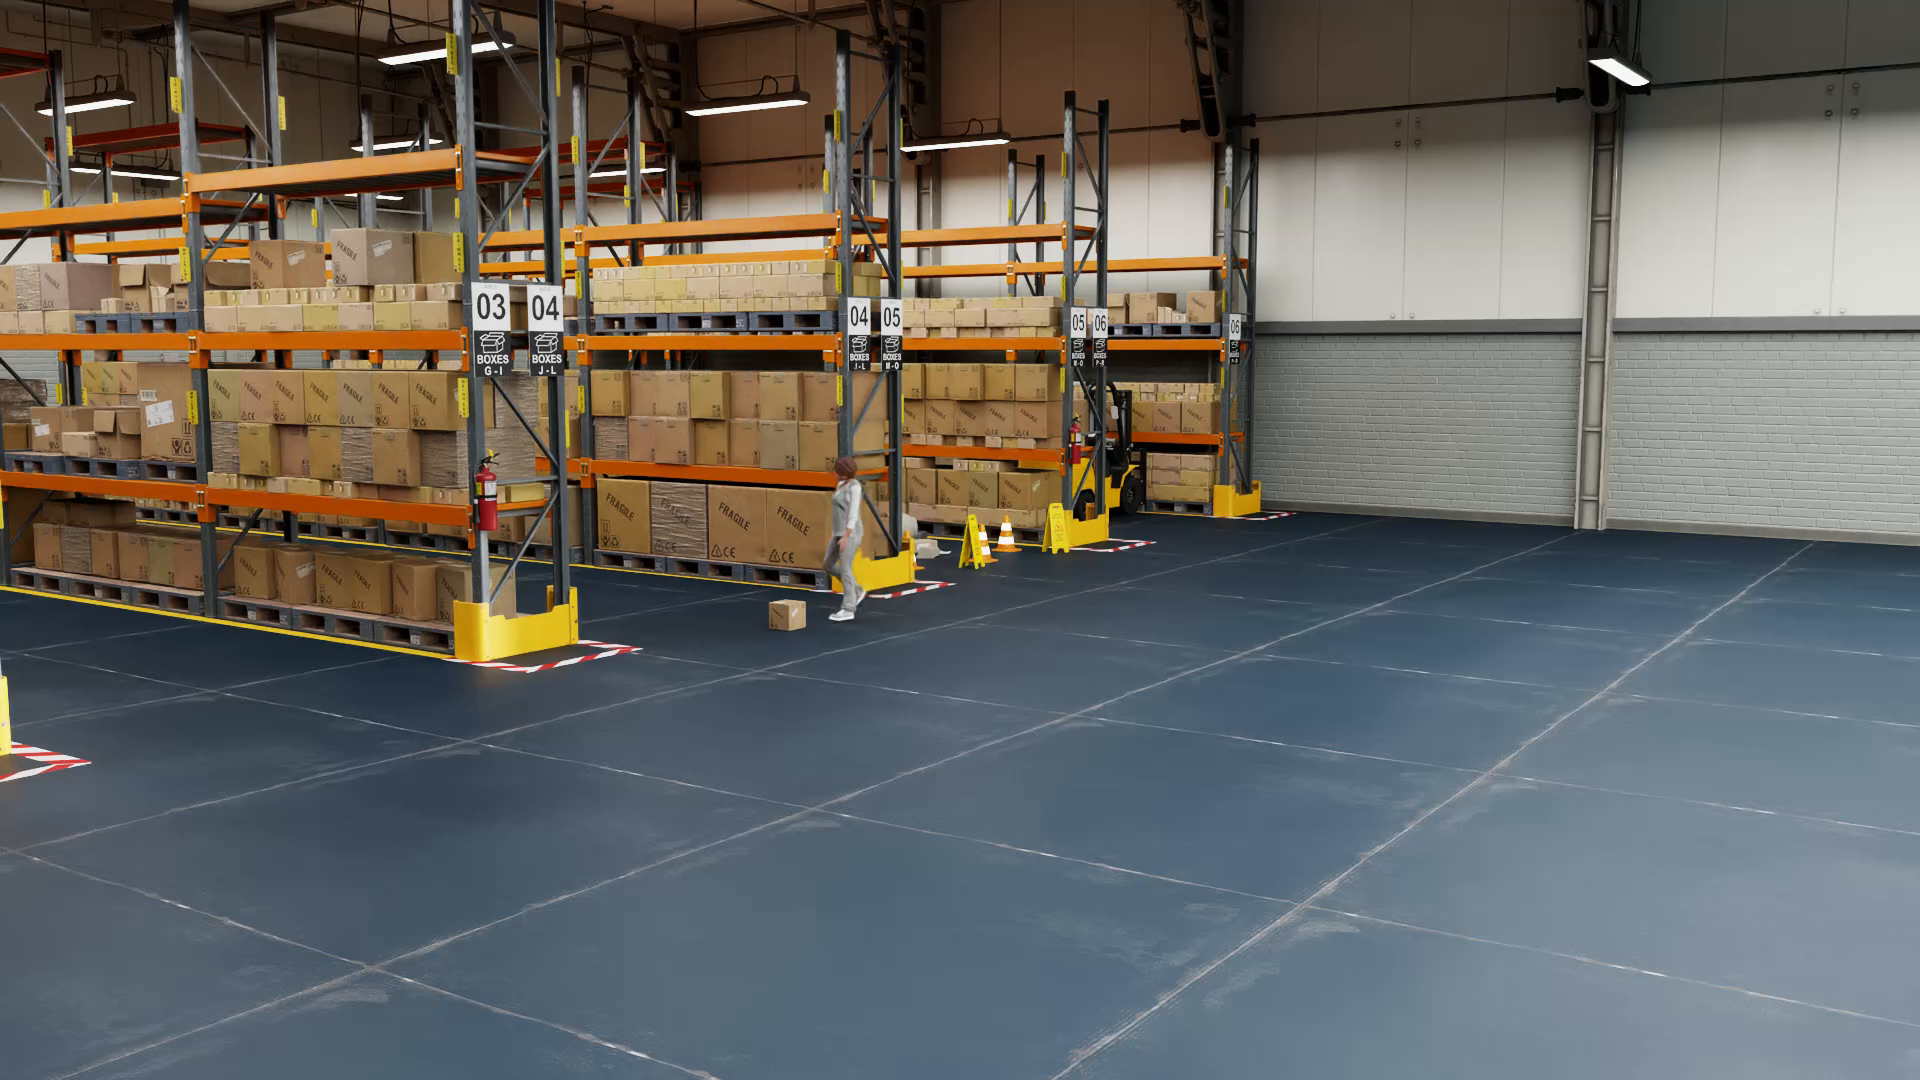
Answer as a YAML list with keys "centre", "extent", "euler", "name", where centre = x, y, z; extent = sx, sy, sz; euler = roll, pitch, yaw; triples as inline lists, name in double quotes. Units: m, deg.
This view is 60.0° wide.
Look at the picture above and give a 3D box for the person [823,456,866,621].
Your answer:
- centre: [-1.104, -0.018, 16.258]
  extent: [0.475, 1.578, 0.461]
  euler: [-3, 7, -25]
  name: "person"
